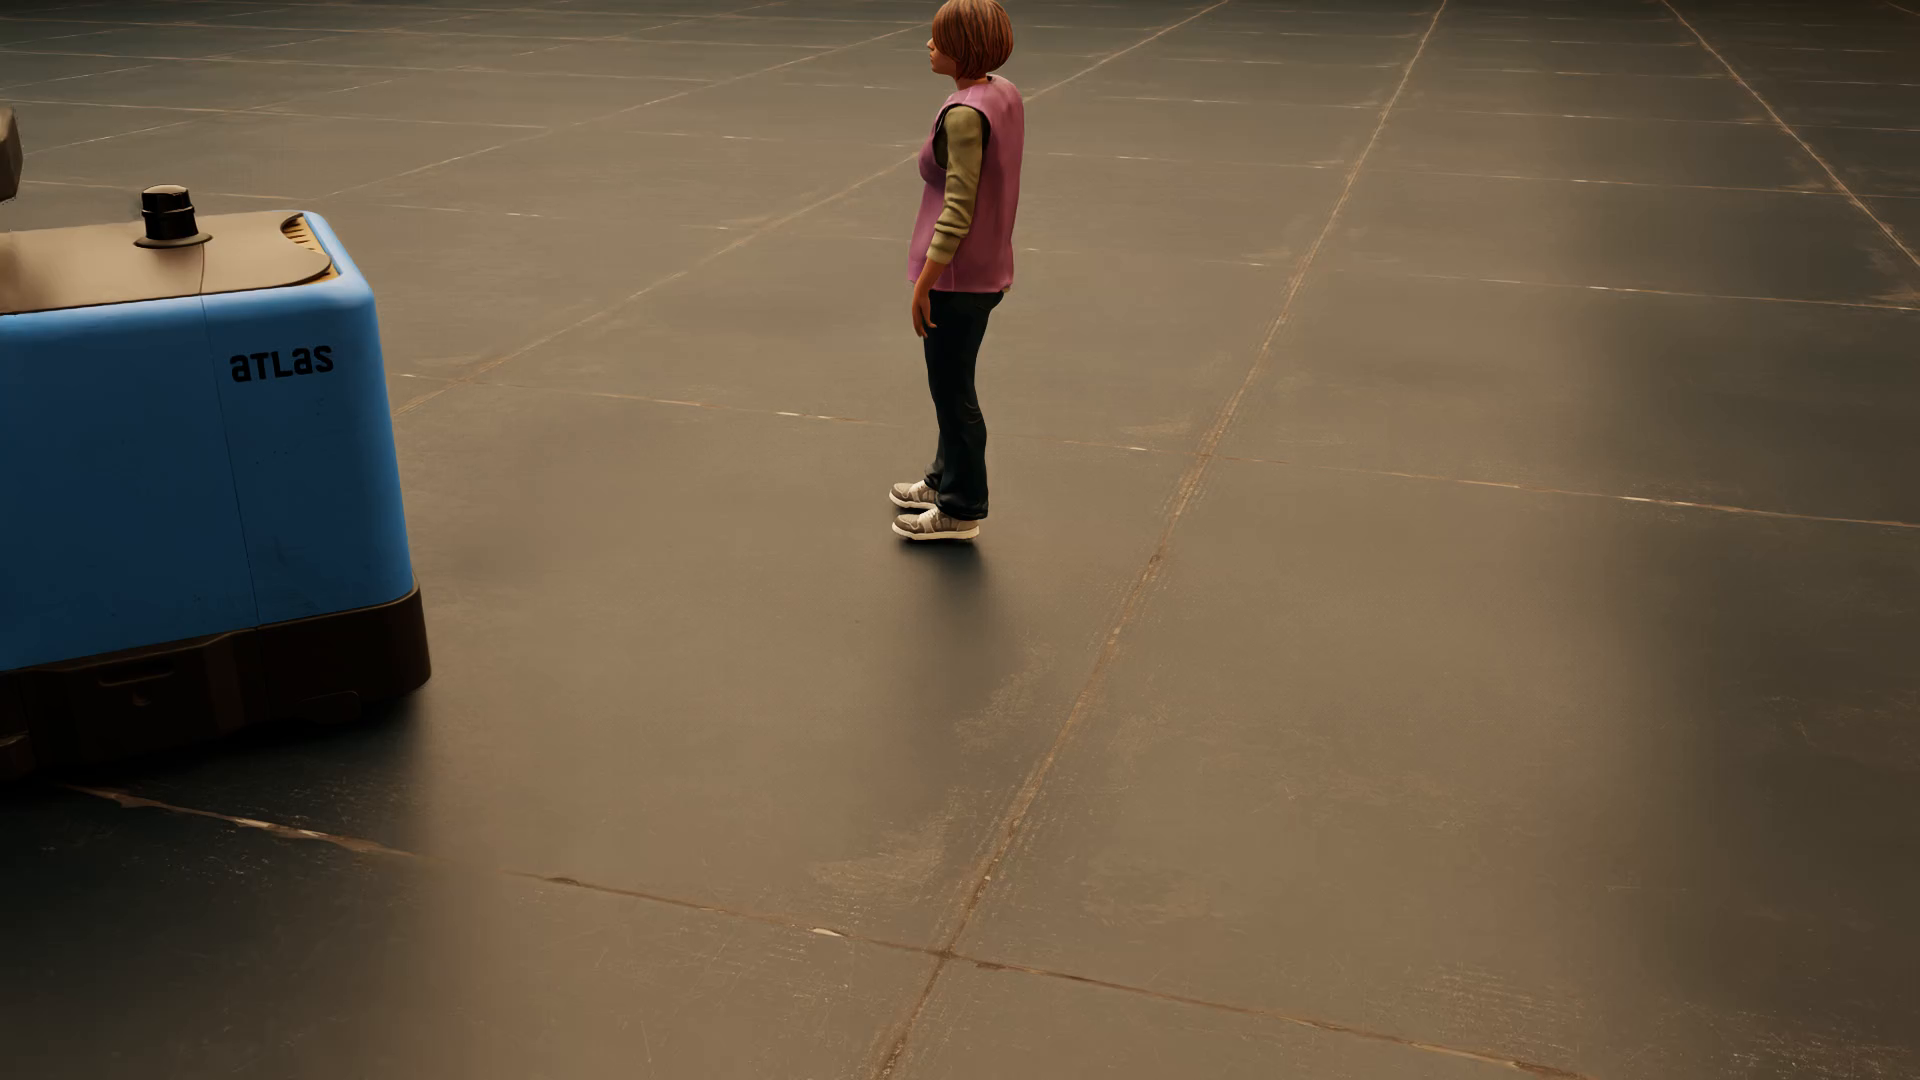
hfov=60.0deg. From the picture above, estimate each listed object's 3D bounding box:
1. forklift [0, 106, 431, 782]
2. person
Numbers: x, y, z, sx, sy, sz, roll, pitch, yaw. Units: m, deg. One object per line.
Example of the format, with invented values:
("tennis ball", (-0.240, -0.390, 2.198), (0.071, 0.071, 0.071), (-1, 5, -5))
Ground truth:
("forklift", (-2.864, -0.852, 3.344), (3.031, 2.935, 1.130), (-11, 25, -24))
("person", (-0.066, -0.759, 4.846), (0.475, 1.598, 0.519), (7, 23, 16))
